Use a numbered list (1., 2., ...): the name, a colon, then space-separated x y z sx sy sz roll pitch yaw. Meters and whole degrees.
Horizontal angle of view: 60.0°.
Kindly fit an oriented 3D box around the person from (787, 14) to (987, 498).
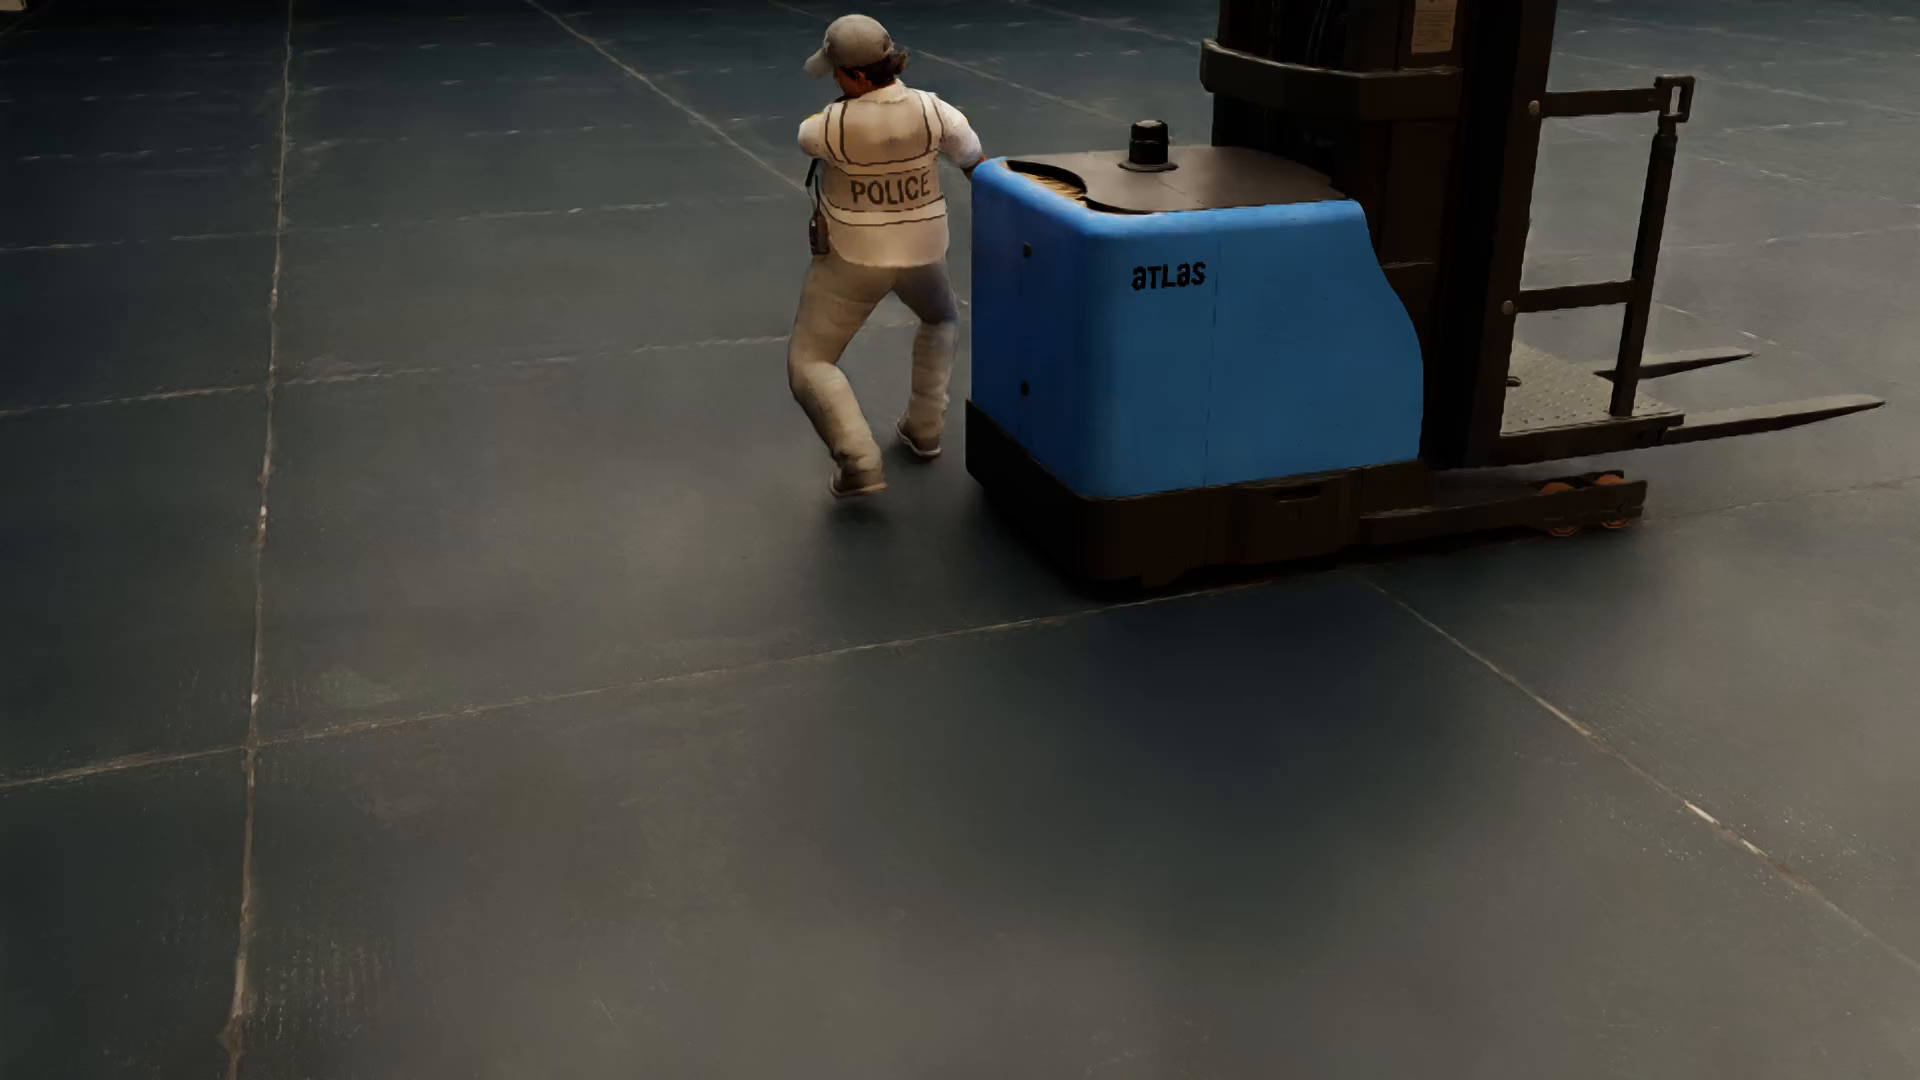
1. person: -0.190 -0.947 5.367 0.819 1.475 0.805 -13 26 -28

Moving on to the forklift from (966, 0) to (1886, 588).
1. forklift: 1.595 -1.545 4.973 3.031 2.935 1.130 -8 24 -18
